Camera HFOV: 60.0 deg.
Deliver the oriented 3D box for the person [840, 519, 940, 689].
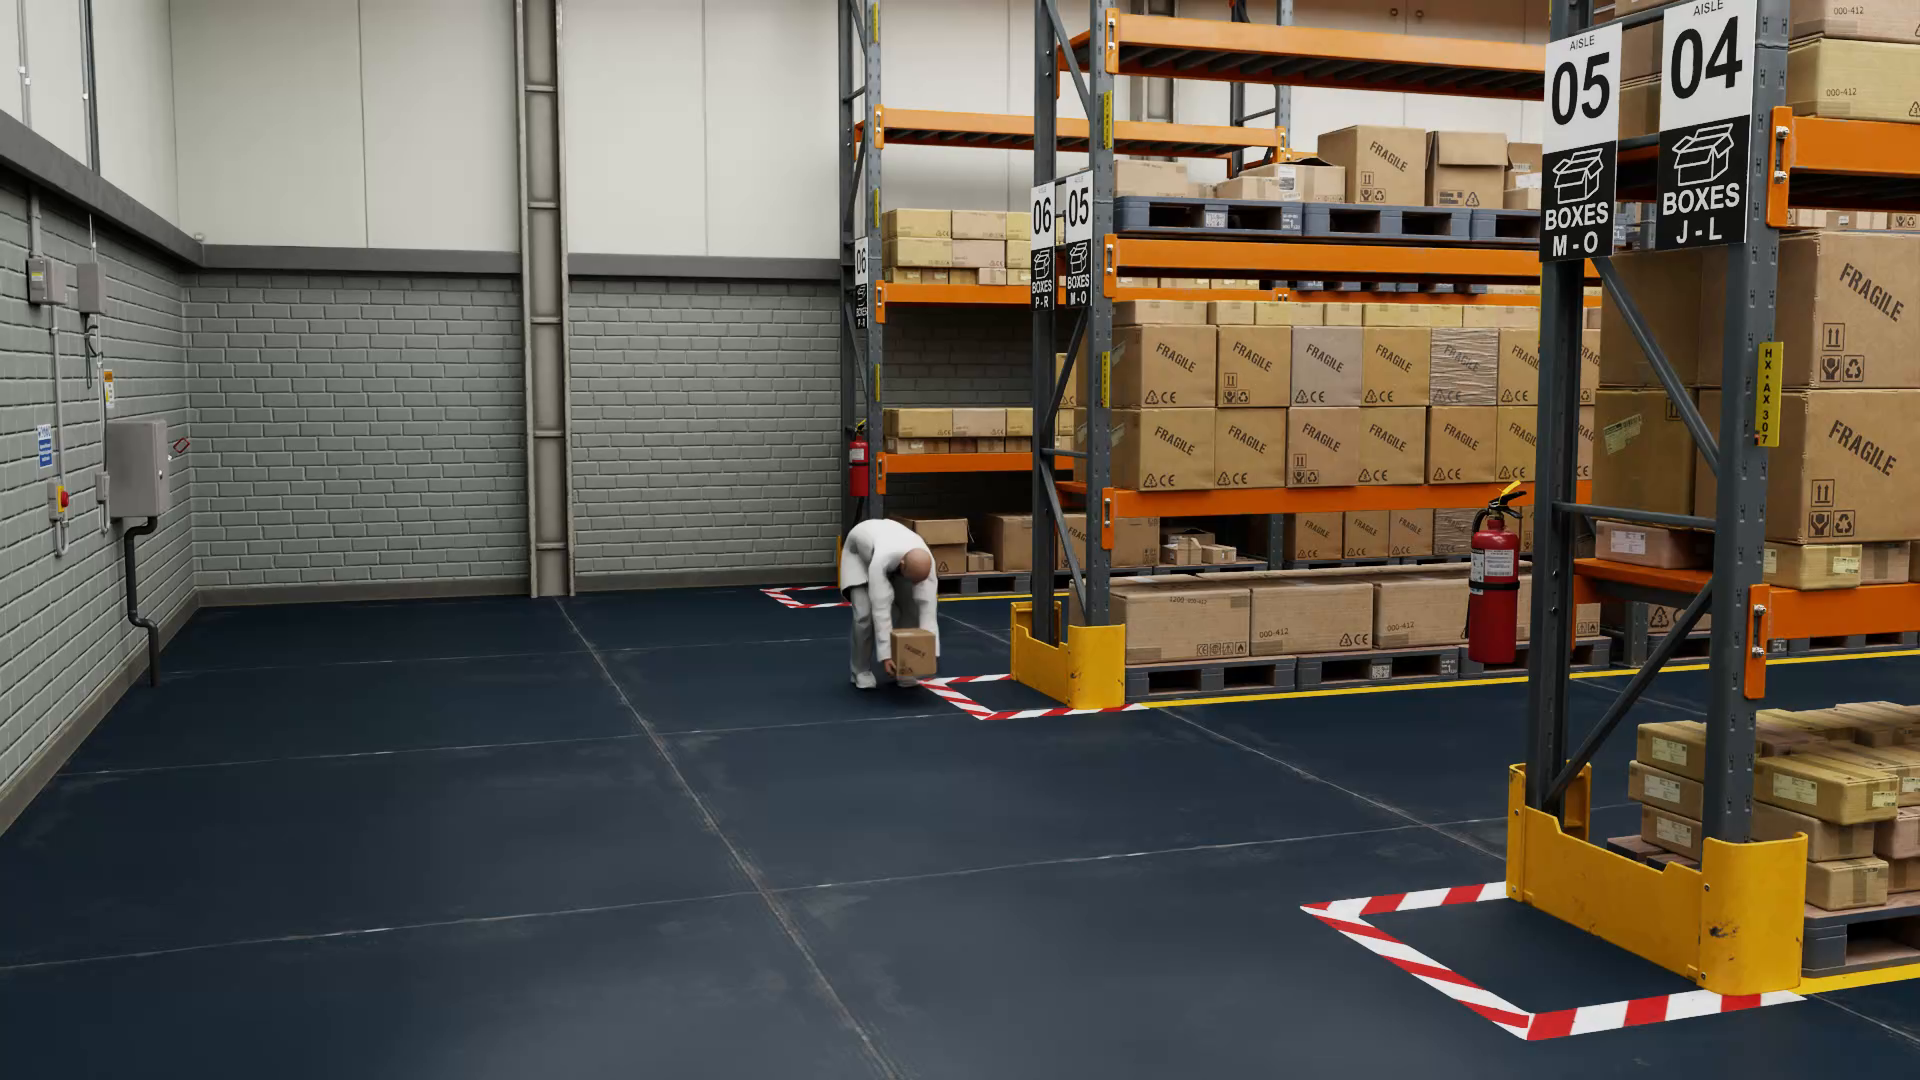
[{"bbox_3d":[-0.427,0.421,10.545,0.573,1.078,0.948,-3,6,-25],"label":"person"}]
